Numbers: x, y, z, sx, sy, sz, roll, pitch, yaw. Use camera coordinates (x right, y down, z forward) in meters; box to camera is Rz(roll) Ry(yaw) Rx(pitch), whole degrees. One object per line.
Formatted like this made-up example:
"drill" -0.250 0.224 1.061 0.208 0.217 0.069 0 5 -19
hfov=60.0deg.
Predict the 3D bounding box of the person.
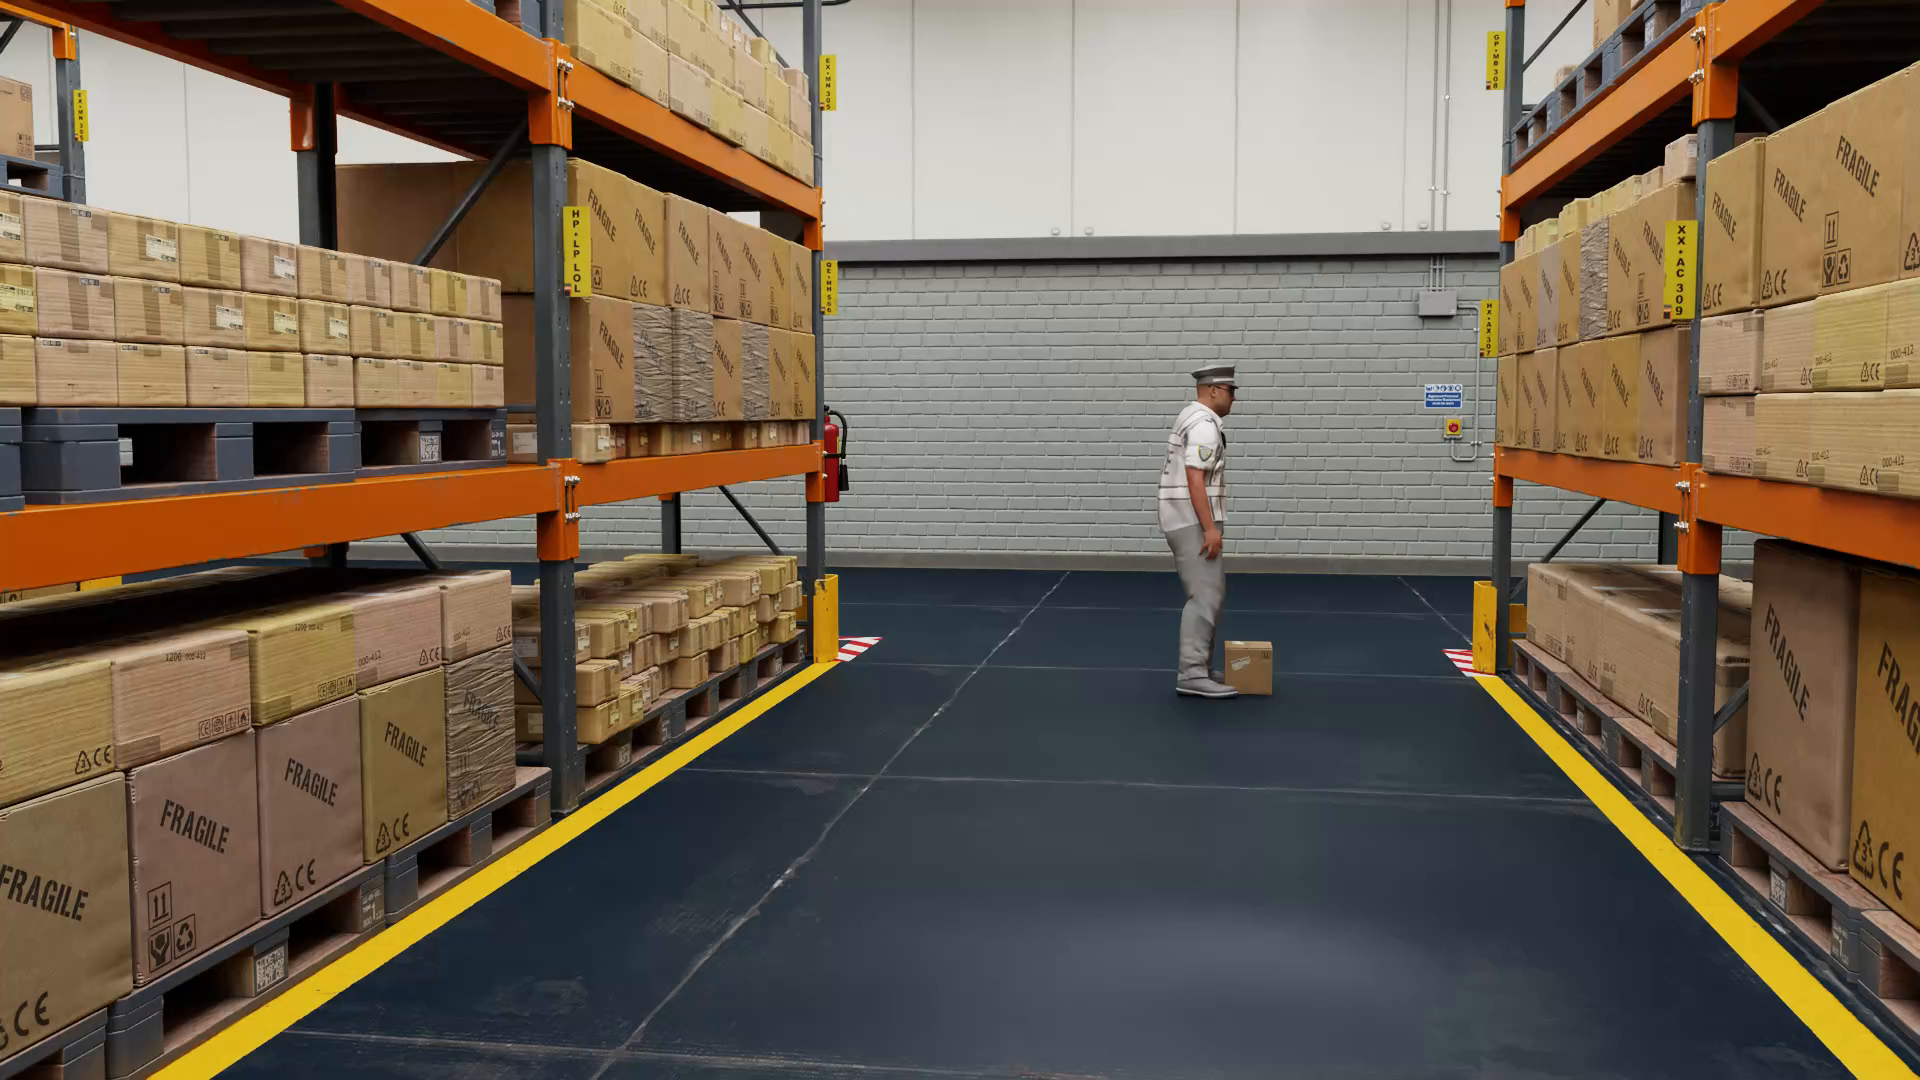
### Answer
"person" 1.297 -0.066 8.923 0.476 1.749 0.606 0 4 5
